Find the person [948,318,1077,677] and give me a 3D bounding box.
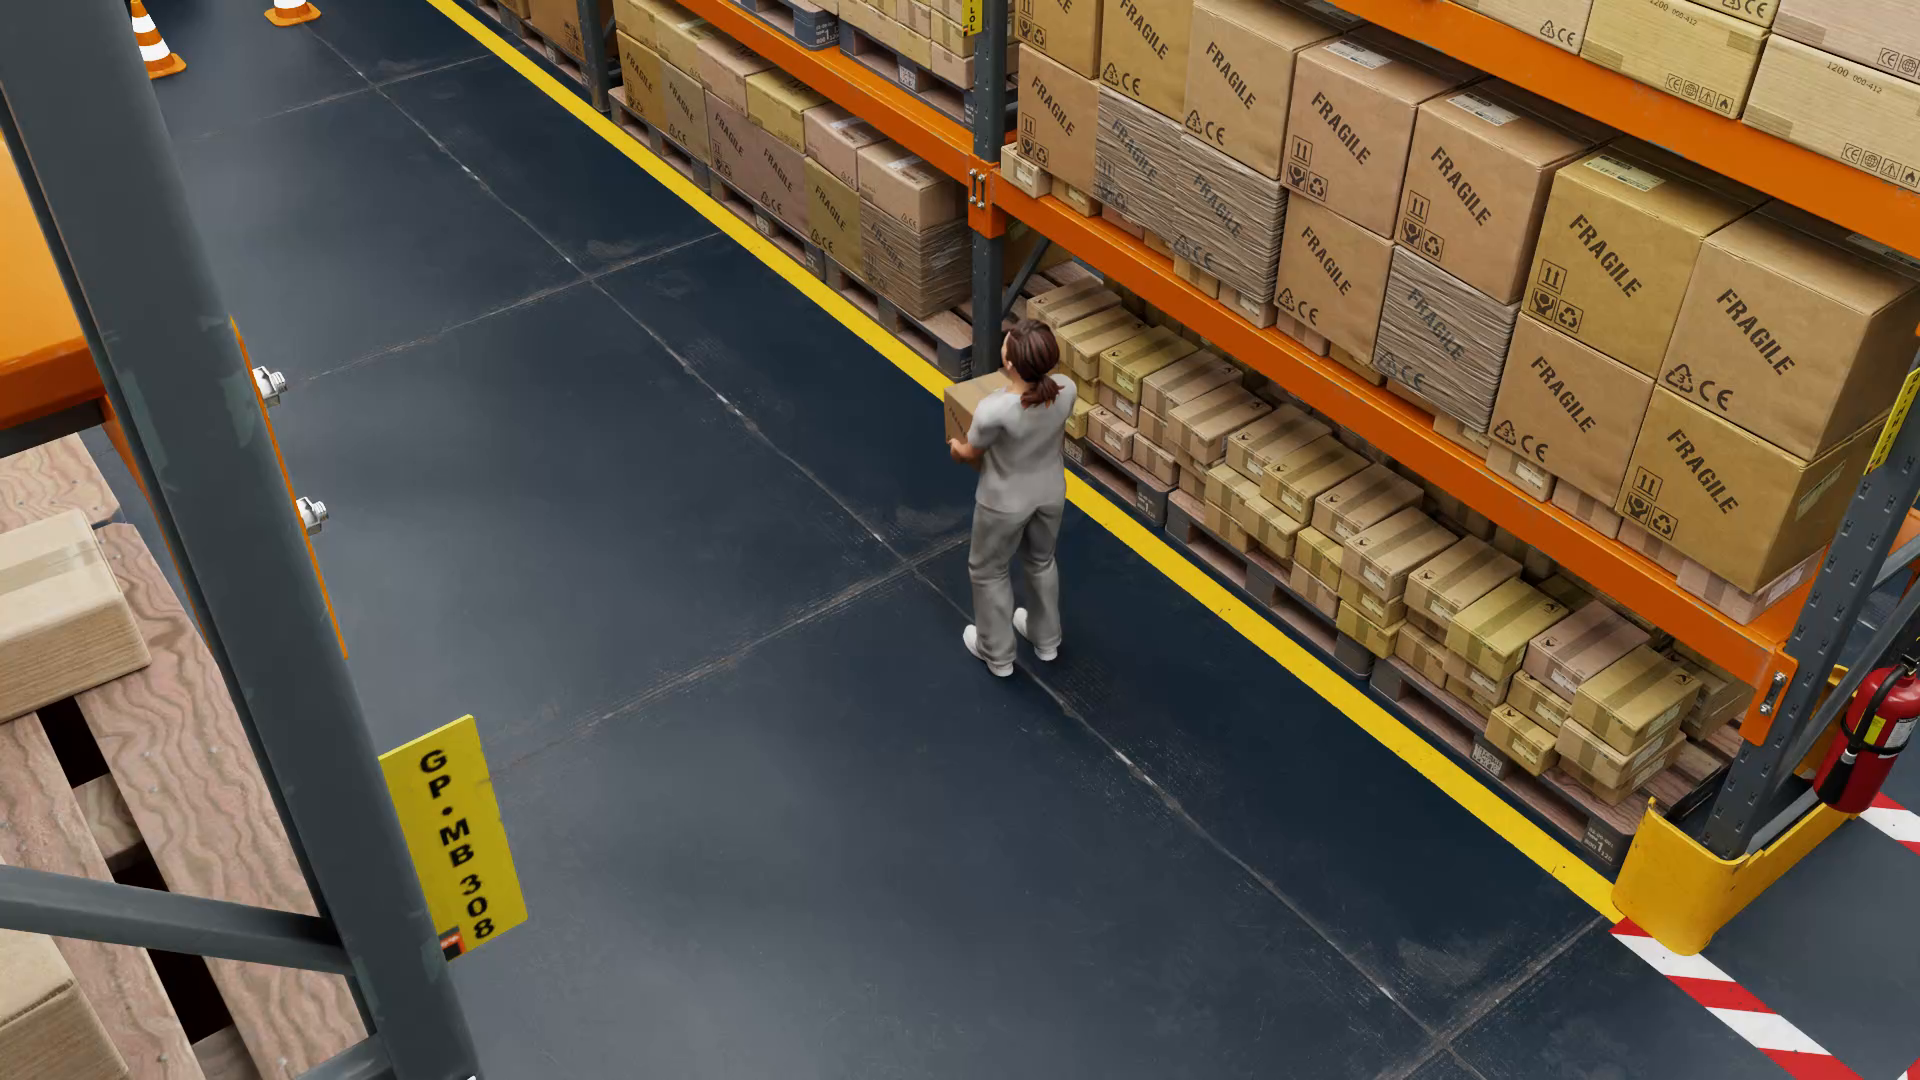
[{"bbox_3d":[0.195,-0.198,6.398,0.439,1.663,0.551,-19,44,-21],"label":"person"}]
